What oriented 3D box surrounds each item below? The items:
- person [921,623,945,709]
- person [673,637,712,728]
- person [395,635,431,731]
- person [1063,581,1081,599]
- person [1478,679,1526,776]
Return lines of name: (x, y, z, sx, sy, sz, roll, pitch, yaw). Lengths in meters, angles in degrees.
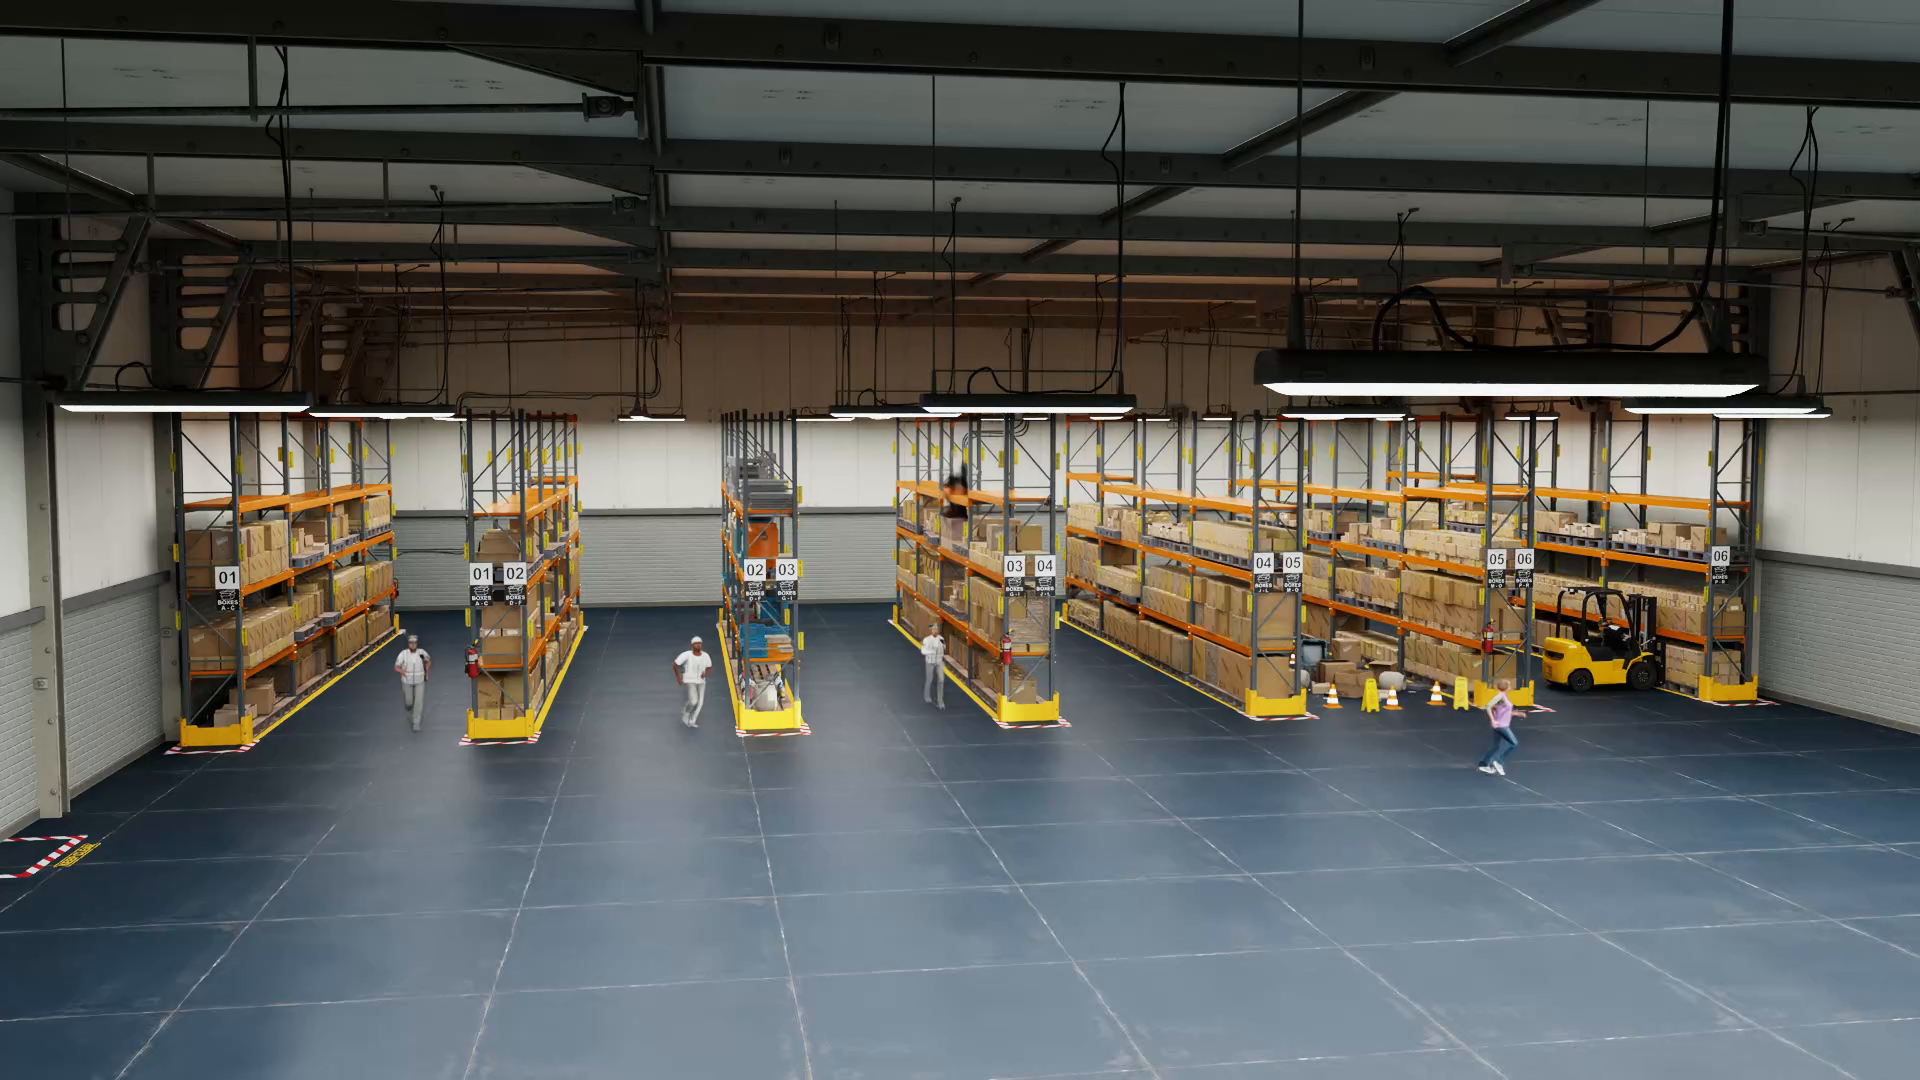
person: (-0.527, 2.525, 33.722, 0.557, 1.737, 0.816, -1, 4, -15)
person: (-4.977, 2.678, 31.287, 0.699, 1.708, 0.558, -3, 5, -35)
person: (-10.259, 2.652, 31.239, 0.665, 1.754, 0.945, -2, 4, -22)
person: (3.381, 1.439, 49.629, 0.591, 1.670, 0.661, -1, 4, -10)
person: (8.808, 3.037, 27.008, 0.731, 1.578, 0.500, 2, 4, 22)
